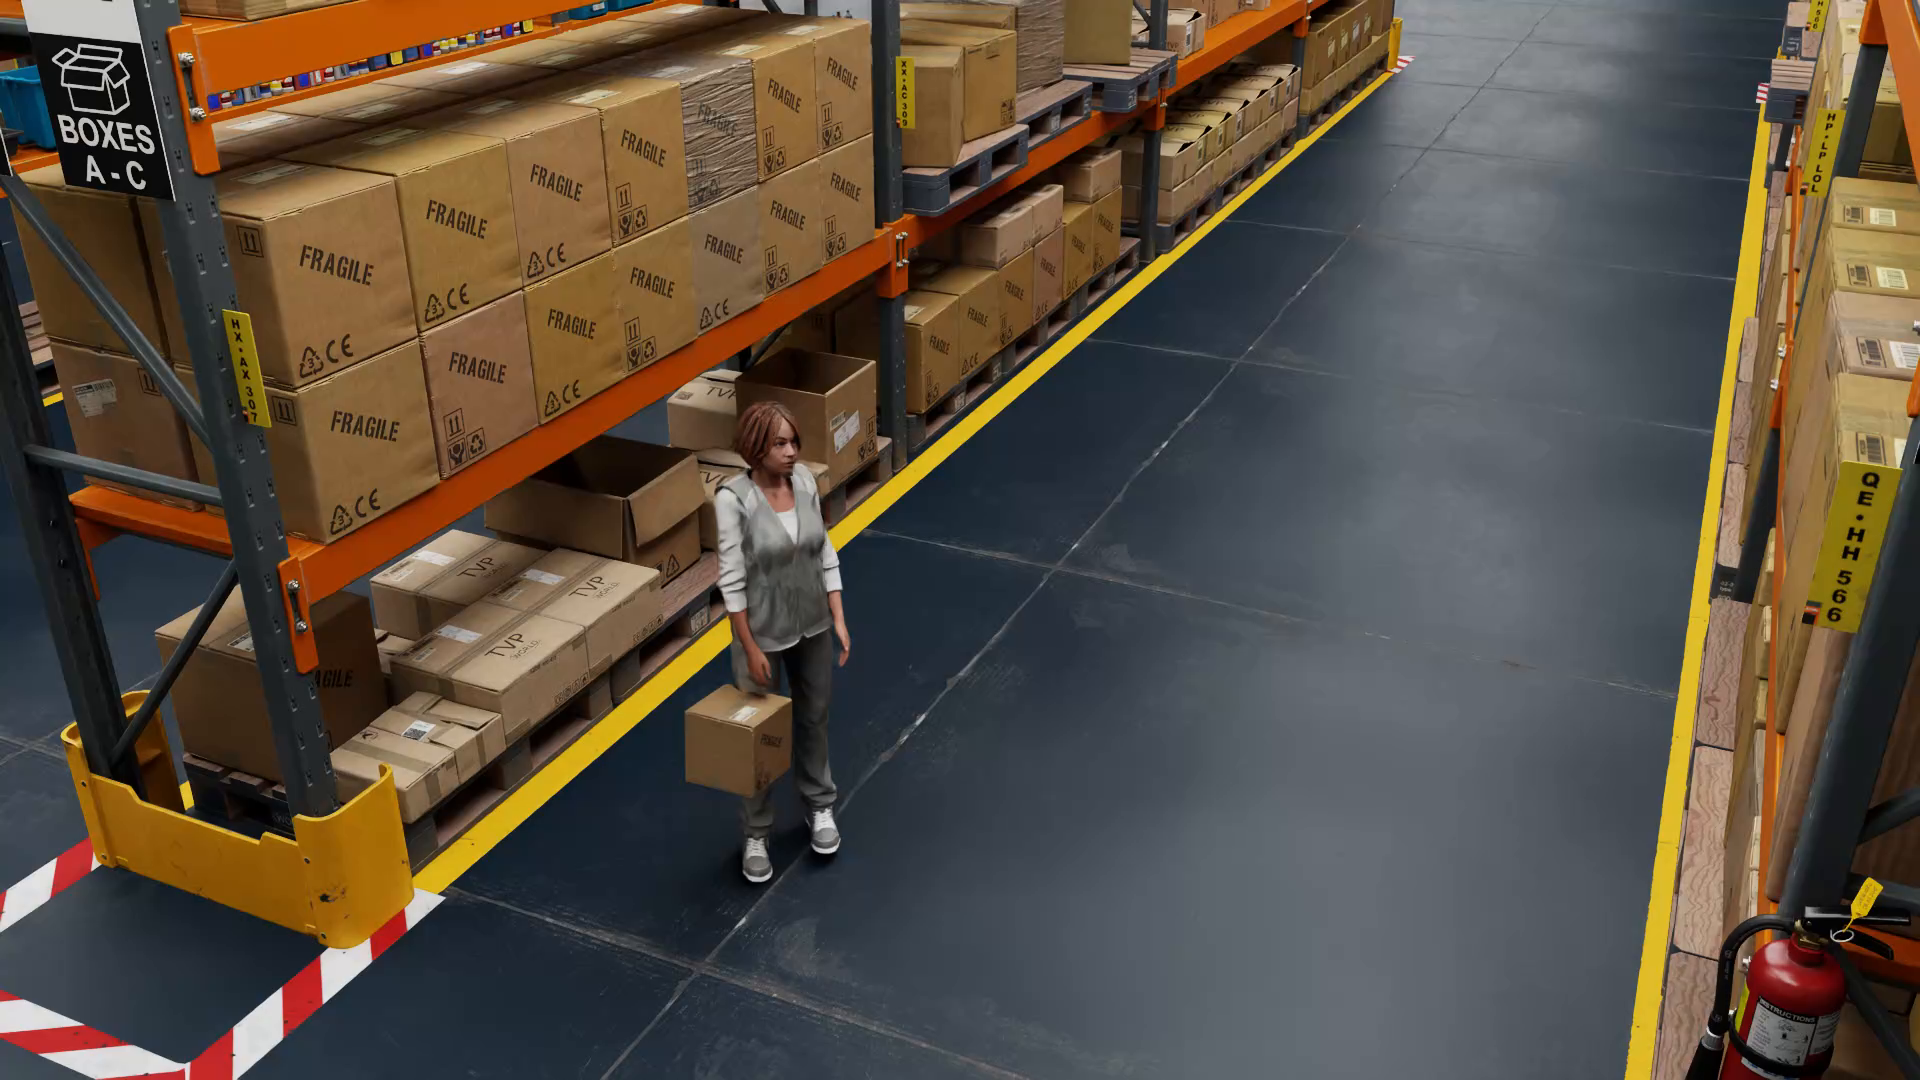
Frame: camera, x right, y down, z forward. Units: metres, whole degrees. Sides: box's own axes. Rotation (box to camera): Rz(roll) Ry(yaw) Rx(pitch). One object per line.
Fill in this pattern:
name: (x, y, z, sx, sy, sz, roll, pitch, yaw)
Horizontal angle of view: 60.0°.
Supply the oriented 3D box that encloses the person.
person: (-0.590, 0.332, 5.418, 0.472, 1.608, 0.396, -20, 33, -35)
